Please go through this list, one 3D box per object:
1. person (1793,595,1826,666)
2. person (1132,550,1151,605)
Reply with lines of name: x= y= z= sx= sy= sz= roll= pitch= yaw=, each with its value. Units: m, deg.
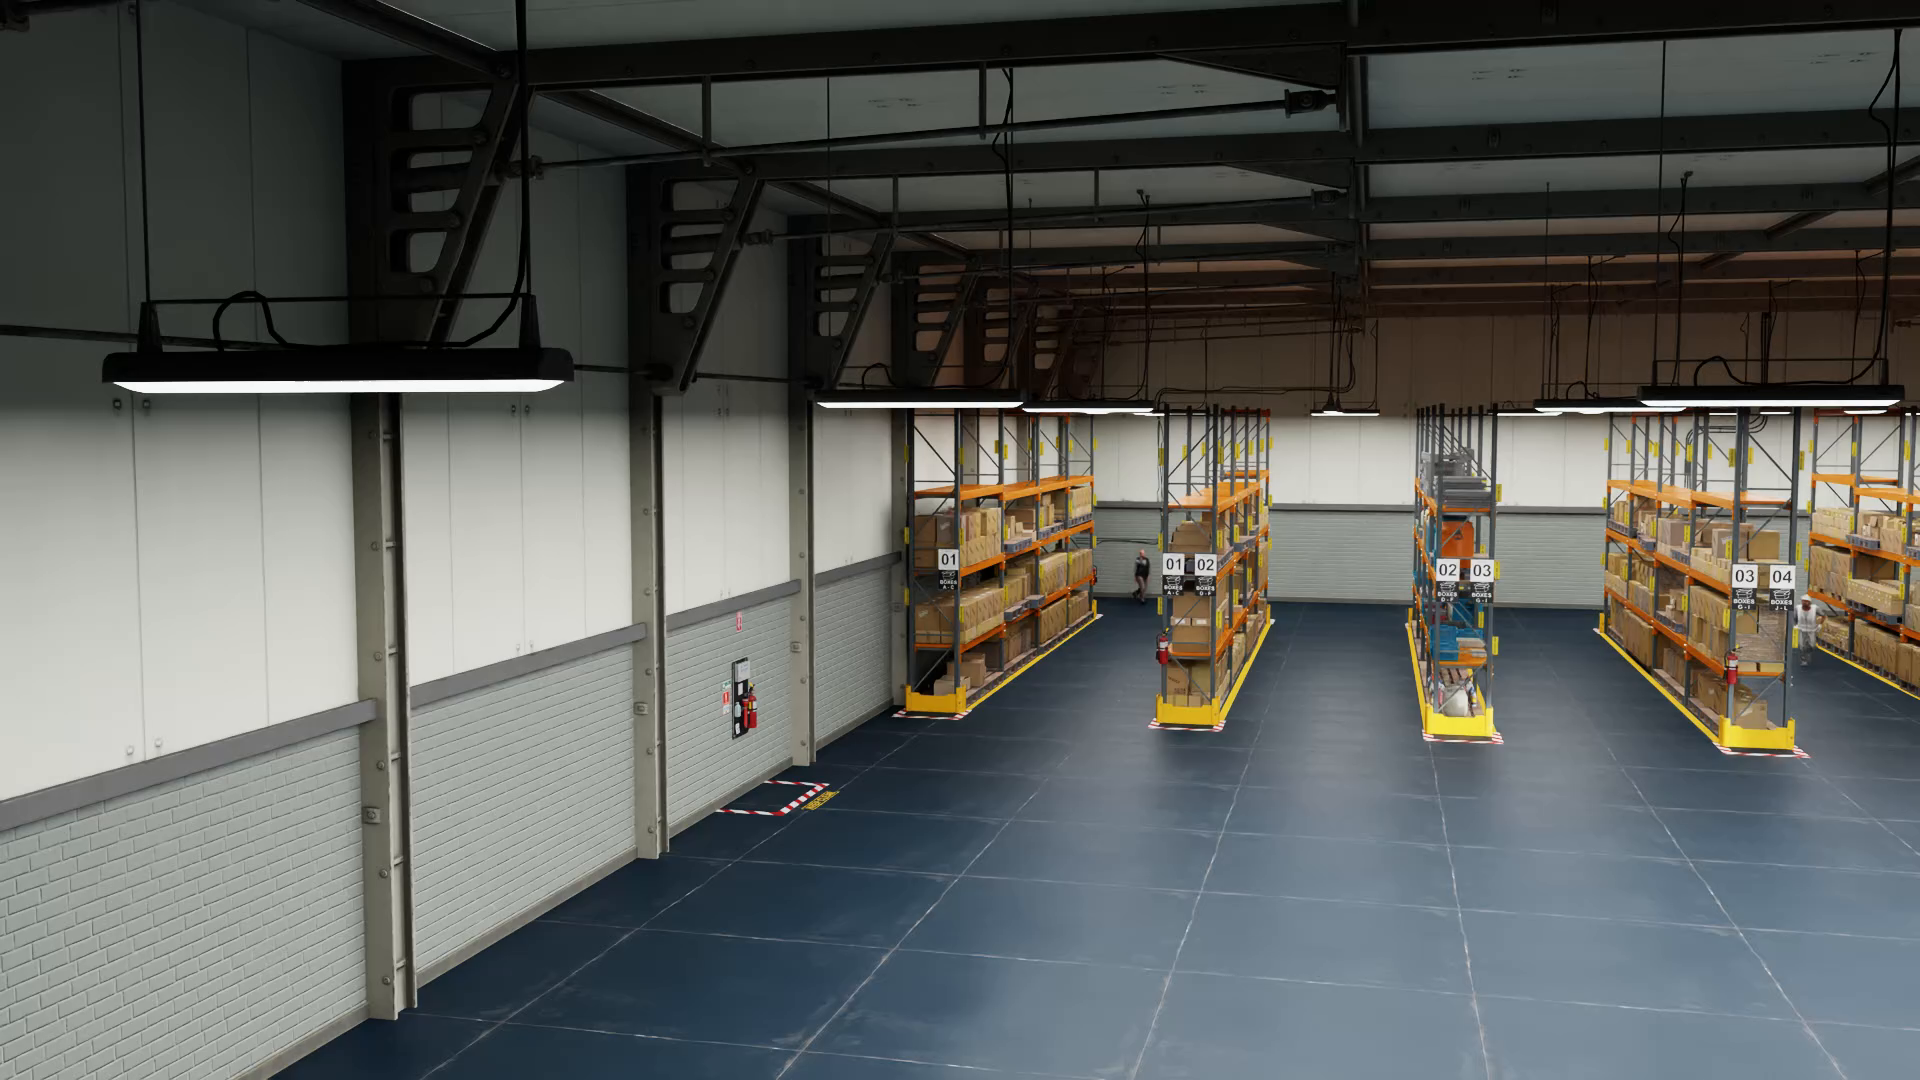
person: x=19.600 y=2.088 z=38.452 sx=0.727 sy=1.680 sz=0.659 roll=2 pitch=5 yaw=23
person: x=5.594 y=1.134 z=51.366 sx=0.528 sy=1.694 sz=0.855 roll=-3 pitch=5 yaw=-36
